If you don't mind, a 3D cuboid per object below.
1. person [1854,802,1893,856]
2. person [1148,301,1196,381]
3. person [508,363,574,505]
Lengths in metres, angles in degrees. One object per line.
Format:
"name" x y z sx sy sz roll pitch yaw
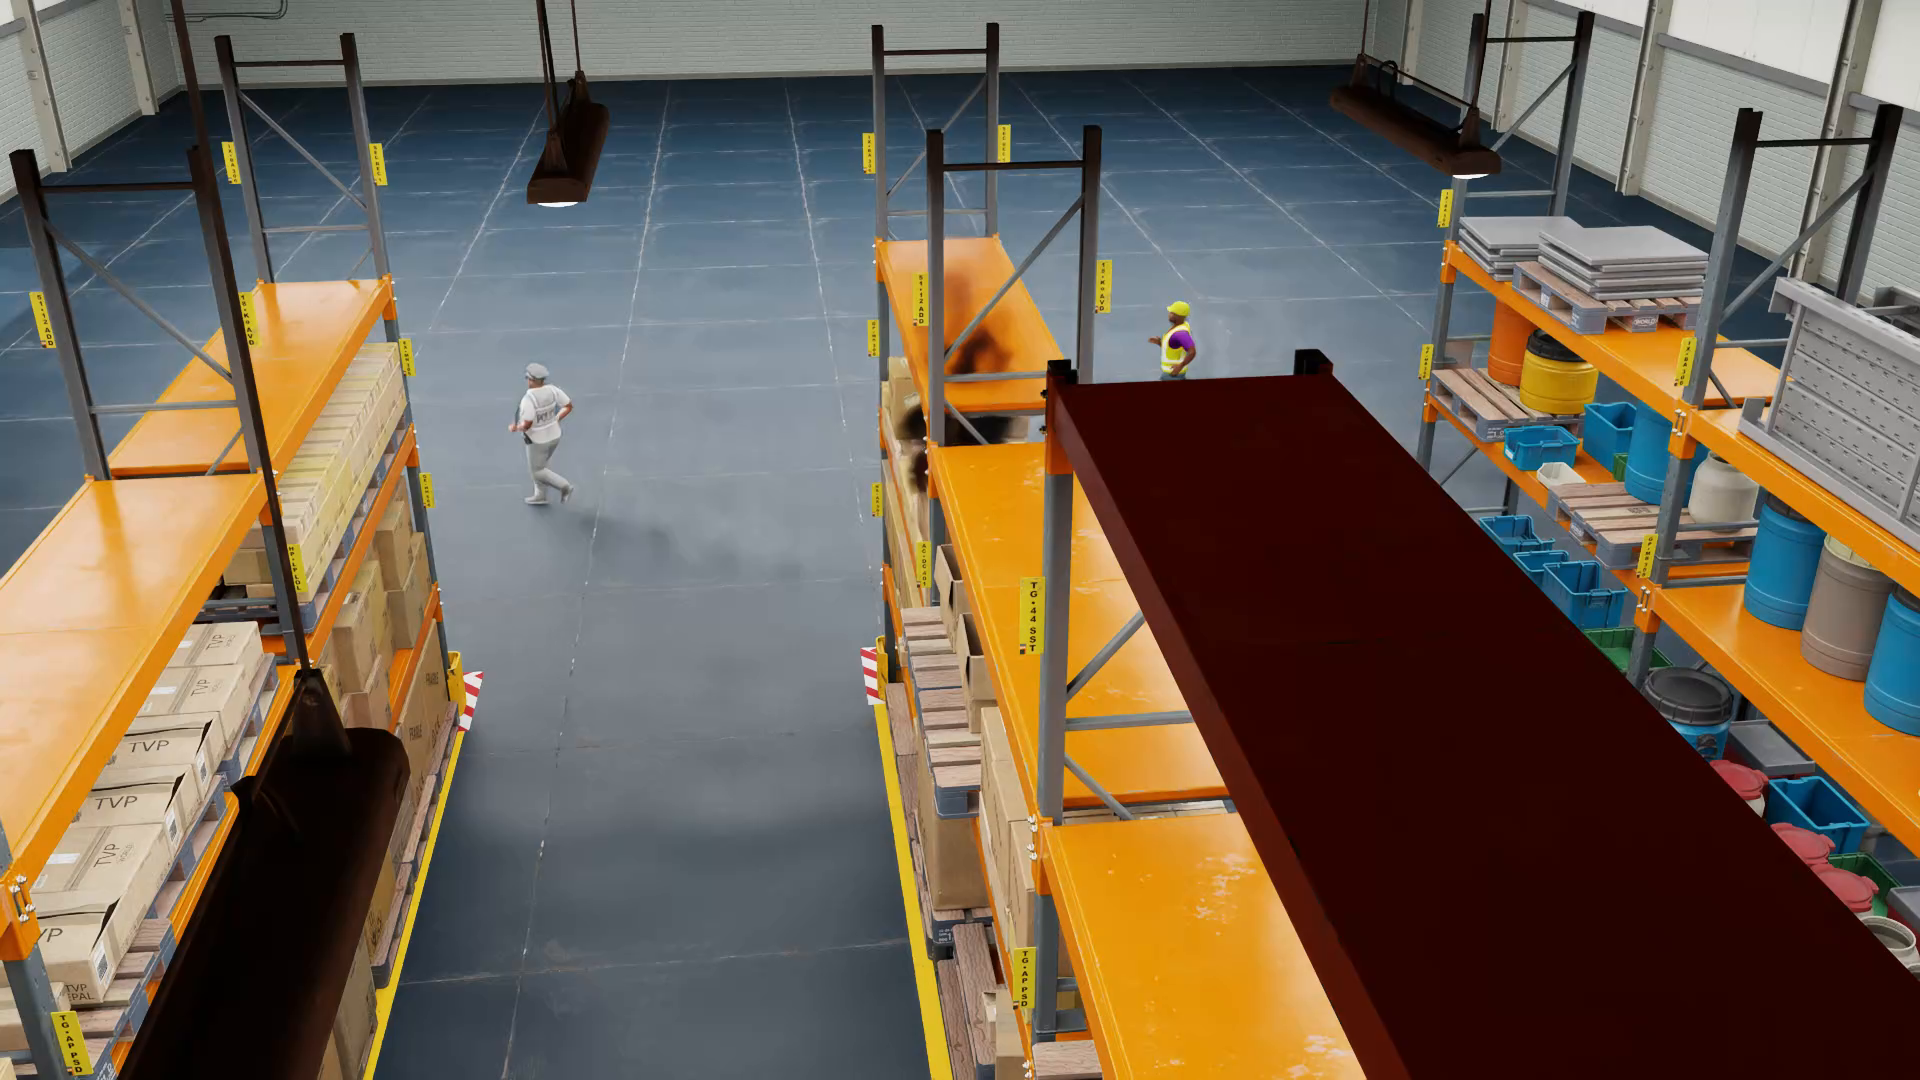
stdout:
"person" 6.773 2.104 12.247 0.526 1.606 0.815 0 25 0
"person" 2.691 -2.134 20.872 0.944 1.776 0.691 7 26 14
"person" -4.724 -1.152 18.934 0.843 1.766 0.663 13 29 26
